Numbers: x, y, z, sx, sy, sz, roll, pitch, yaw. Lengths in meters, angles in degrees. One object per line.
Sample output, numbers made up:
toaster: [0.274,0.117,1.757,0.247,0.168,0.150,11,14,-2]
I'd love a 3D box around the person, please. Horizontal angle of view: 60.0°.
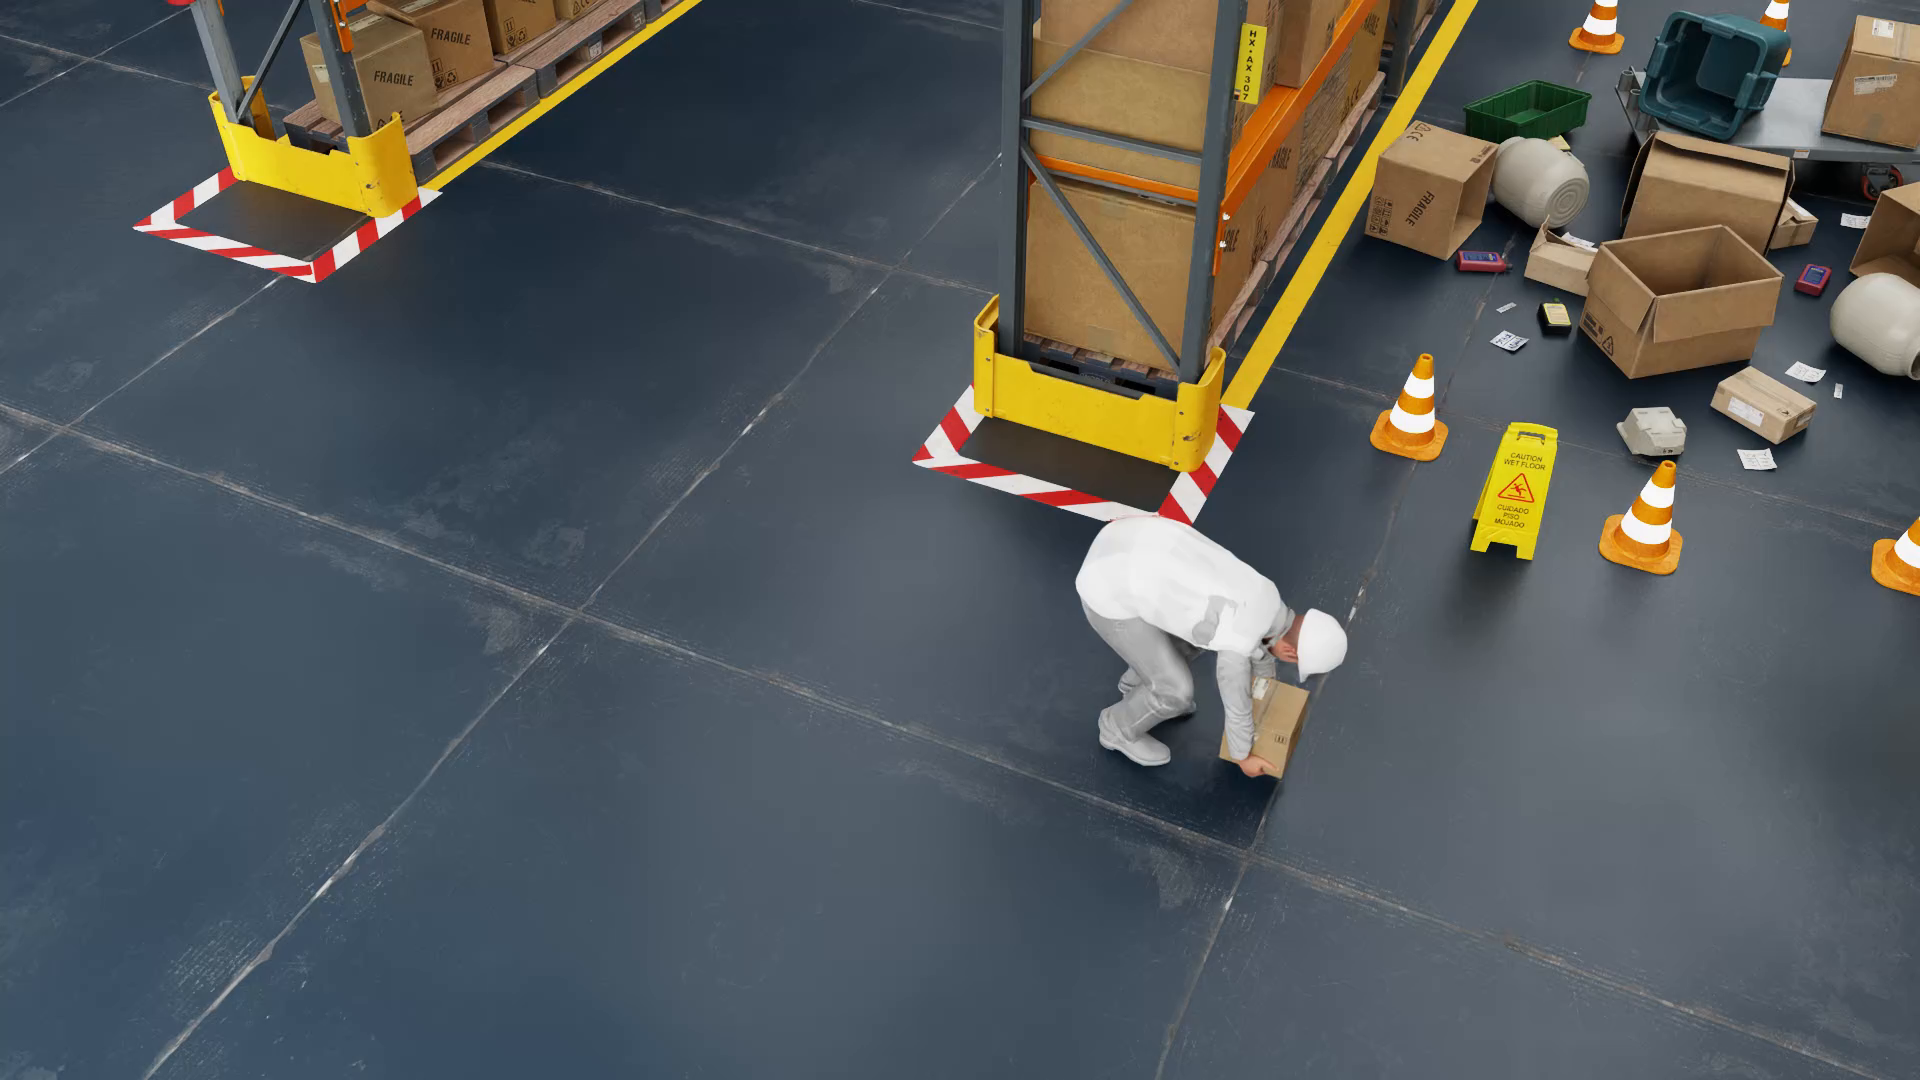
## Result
person: [0.927,0.417,6.241,1.001,1.015,0.503,15,44,16]
